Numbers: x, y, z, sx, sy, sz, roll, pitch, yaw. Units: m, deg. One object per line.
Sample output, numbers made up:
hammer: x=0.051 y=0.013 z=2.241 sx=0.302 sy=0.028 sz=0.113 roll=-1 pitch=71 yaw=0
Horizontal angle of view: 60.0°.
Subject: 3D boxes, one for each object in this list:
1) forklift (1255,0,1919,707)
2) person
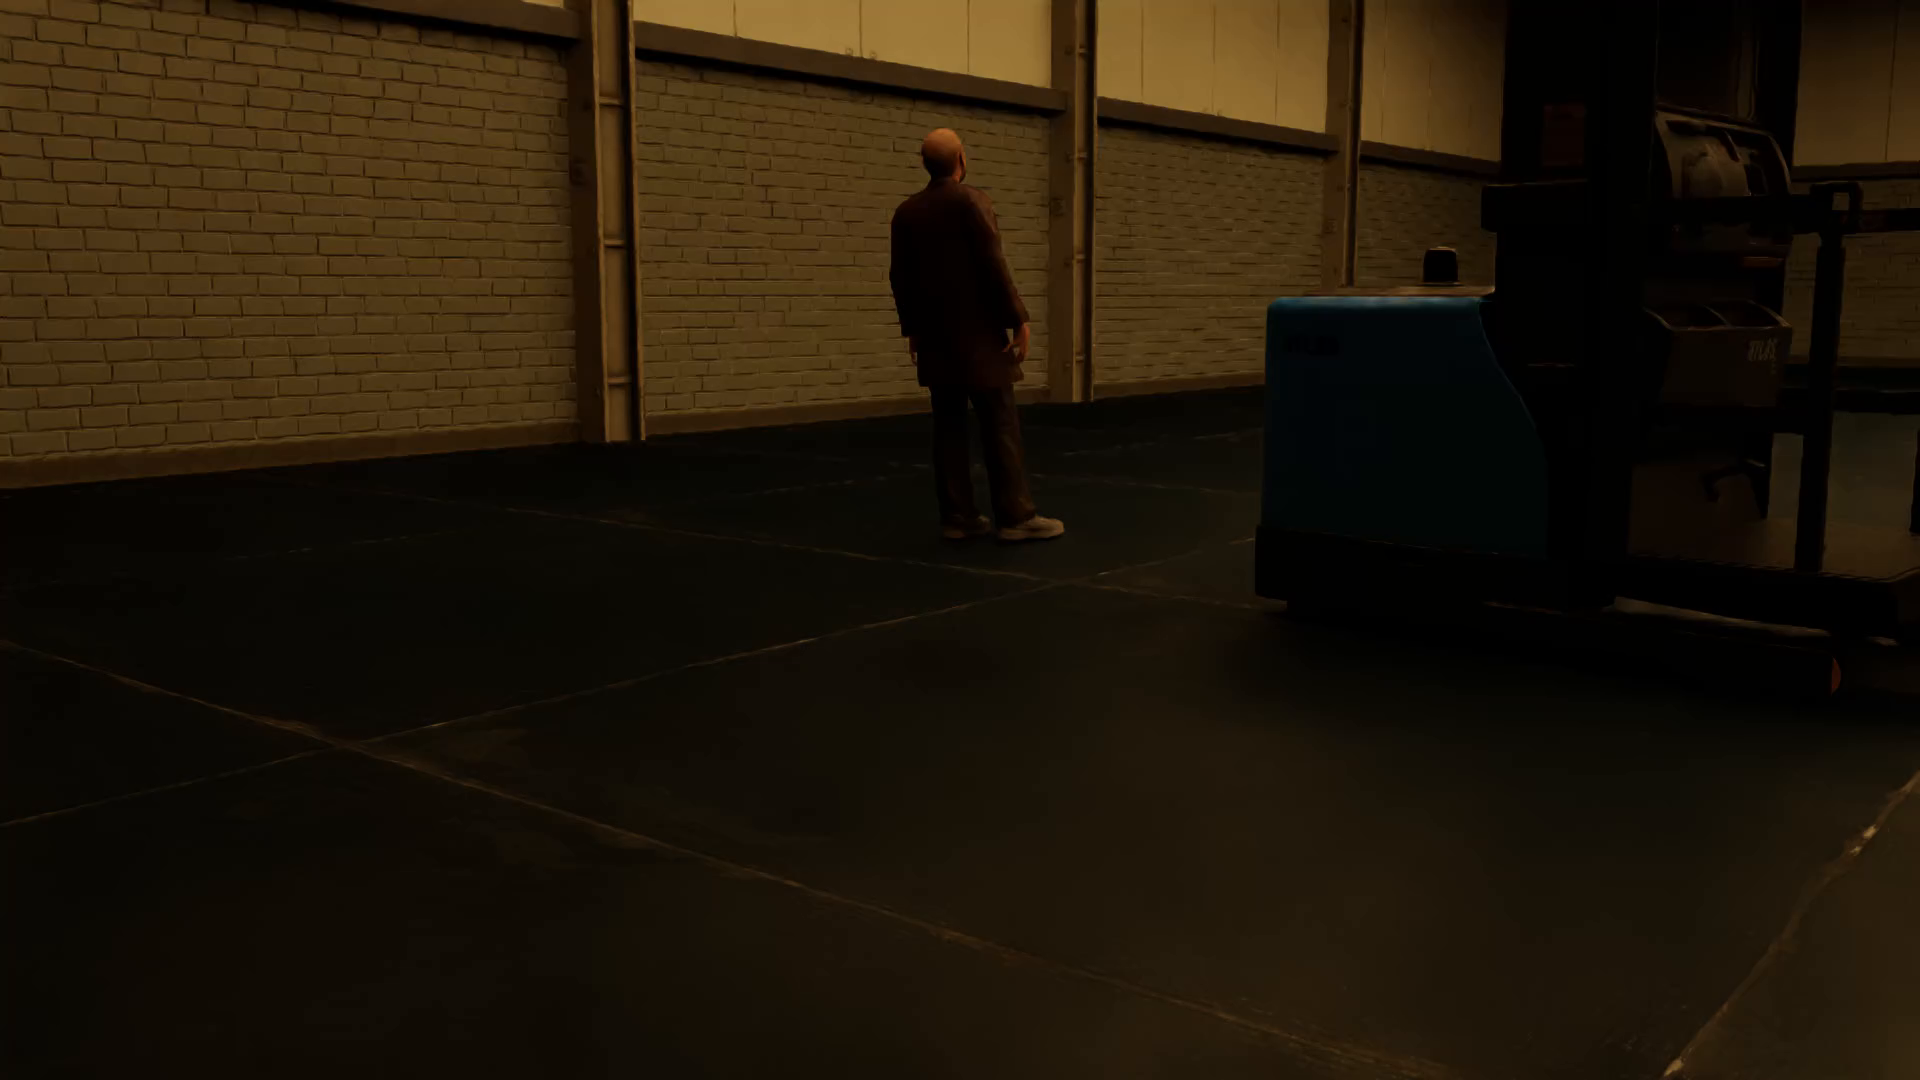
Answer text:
forklift: x=2.399 y=-1.094 z=4.756 sx=1.130 sy=2.935 sz=3.031 roll=-8 pitch=12 yaw=-44
person: x=0.061 y=-0.896 z=7.343 sx=0.694 sy=1.776 sz=0.580 roll=7 pitch=11 yaw=38
